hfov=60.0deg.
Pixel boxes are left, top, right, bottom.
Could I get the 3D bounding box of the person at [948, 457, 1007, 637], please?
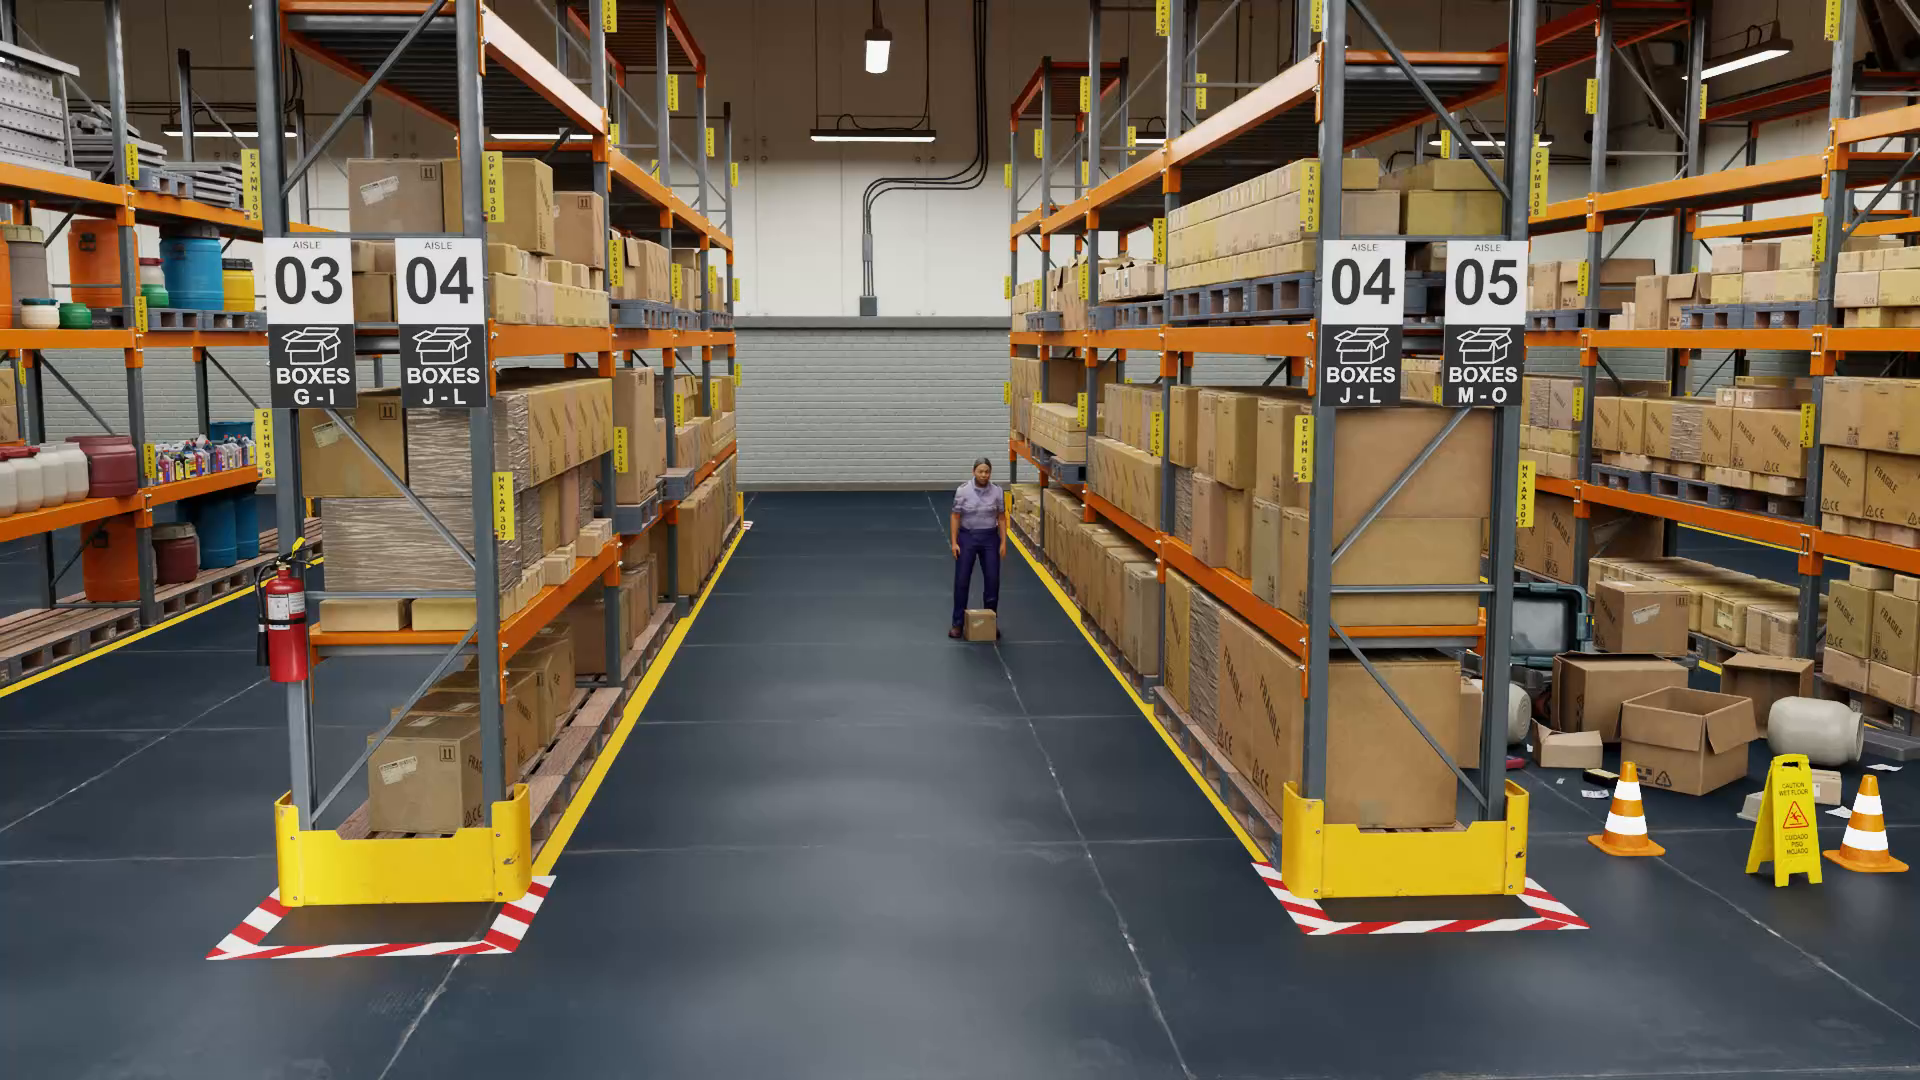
[{"bbox_3d":[0.154,0.055,15.335,0.555,1.651,0.373,-1,7,-8],"label":"person"}]
